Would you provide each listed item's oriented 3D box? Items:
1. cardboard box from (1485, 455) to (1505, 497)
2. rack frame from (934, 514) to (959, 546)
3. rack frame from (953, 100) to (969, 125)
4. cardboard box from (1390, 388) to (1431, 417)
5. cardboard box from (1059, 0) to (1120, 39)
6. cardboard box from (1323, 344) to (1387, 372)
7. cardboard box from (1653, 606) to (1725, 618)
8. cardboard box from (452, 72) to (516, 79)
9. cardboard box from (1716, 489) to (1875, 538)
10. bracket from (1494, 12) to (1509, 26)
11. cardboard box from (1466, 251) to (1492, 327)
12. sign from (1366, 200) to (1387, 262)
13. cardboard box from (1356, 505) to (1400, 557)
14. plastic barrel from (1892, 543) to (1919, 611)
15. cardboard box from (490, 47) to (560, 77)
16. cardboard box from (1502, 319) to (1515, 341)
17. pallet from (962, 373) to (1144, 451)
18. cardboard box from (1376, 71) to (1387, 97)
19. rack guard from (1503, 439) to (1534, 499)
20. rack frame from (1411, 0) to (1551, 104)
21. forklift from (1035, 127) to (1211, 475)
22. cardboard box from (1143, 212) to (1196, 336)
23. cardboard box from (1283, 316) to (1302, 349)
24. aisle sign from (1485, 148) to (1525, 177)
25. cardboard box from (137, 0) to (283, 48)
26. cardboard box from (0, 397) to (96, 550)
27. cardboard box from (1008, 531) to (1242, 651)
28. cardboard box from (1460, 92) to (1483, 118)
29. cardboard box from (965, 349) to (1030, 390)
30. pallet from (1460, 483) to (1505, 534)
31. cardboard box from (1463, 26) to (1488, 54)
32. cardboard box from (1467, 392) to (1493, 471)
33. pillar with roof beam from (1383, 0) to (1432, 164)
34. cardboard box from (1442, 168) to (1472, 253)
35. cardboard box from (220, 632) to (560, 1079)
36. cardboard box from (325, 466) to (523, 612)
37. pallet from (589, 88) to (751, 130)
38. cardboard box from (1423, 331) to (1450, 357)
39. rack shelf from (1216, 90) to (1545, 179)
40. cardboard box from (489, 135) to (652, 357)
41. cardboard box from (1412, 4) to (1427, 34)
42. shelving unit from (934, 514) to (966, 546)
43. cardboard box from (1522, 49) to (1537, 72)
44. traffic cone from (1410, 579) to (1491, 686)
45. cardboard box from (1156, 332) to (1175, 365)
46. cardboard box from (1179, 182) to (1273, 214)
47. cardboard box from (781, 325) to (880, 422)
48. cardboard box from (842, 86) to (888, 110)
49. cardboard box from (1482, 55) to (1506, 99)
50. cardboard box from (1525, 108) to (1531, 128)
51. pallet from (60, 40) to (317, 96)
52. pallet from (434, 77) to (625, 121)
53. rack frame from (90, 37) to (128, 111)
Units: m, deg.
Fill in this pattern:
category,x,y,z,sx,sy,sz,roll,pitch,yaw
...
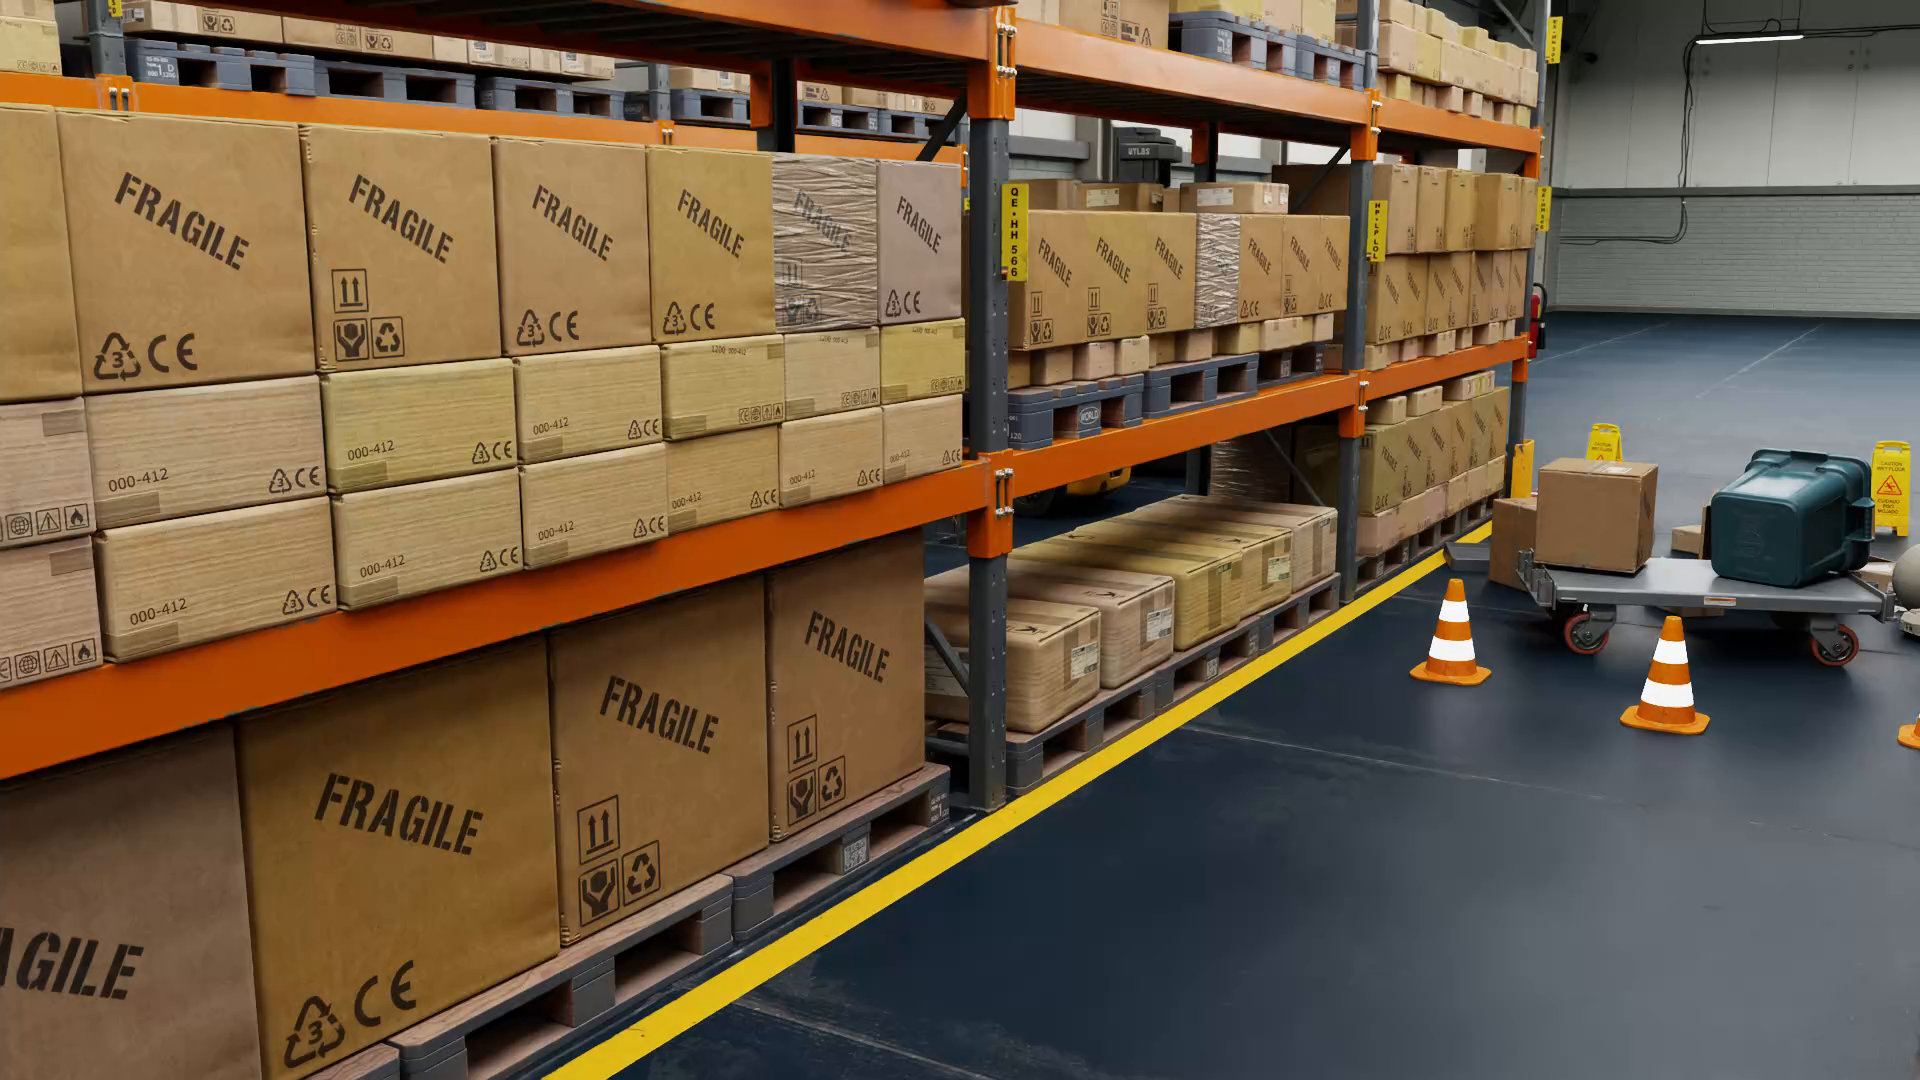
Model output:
category,x,y,z,sx,sy,sz,roll,pitch,yaw
cardboard box,3.662,-0.488,12.154,0.500,0.250,0.500,6,12,30
rack frame,-0.091,-0.488,11.125,0.200,1.050,0.008,6,12,31
rack frame,-0.380,-5.212,14.754,1.000,3.000,0.127,6,12,31
cardboard box,2.706,-0.865,10.367,0.380,0.149,0.250,7,13,33
cardboard box,0.212,-2.203,6.562,0.700,0.500,0.500,6,12,31
cardboard box,2.225,-1.056,9.540,0.380,0.149,0.250,6,12,30
cardboard box,4.045,0.260,9.257,0.258,0.266,0.396,-2,11,-9
cardboard box,-3.093,-3.075,10.761,0.380,0.149,0.250,6,12,31
cardboard box,5.116,-0.044,10.239,0.797,0.503,0.637,-2,11,-9
bracket,11.037,-10.633,33.930,0.235,0.232,0.430,6,12,31
cardboard box,3.291,-1.717,11.307,0.500,0.500,0.500,6,12,30
sign,2.264,-1.677,9.030,0.100,0.325,0.005,6,12,31
cardboard box,2.325,-0.082,9.989,0.500,0.250,0.500,6,12,28
plastic barrel,5.349,0.238,8.948,0.421,0.421,0.512,-4,11,-18
cardboard box,-2.768,-3.039,10.567,0.380,0.149,0.250,6,12,31
cardboard box,3.816,-1.536,12.107,0.380,0.149,0.250,6,12,30
pallet,-0.010,-0.559,6.727,1.213,0.211,1.003,6,12,31
cardboard box,2.163,-2.537,9.302,0.380,0.149,0.250,6,12,30
rack guard,3.825,-0.549,12.943,1.175,0.500,0.348,6,12,31
rack frame,3.864,-4.738,12.225,1.000,3.000,0.127,6,12,31
forklift,1.073,-2.114,14.697,3.031,2.935,1.130,3,11,16
cardboard box,0.677,-1.149,7.132,0.500,0.500,0.500,7,12,32
cardboard box,1.501,-1.052,8.380,0.380,0.149,0.250,6,12,30
aisle sign,4.144,-3.049,12.441,0.394,0.787,0.004,6,12,31
cardboard box,-3.949,-2.875,8.737,0.500,0.500,0.500,7,12,31
cardboard box,-1.896,-0.117,2.889,0.500,0.250,0.500,6,12,29
cardboard box,0.788,0.230,7.987,0.950,0.372,0.625,7,13,33
cardboard box,3.159,-2.812,10.768,0.380,0.149,0.250,6,12,30
cardboard box,0.039,-0.648,6.219,0.380,0.149,0.250,6,12,27
pallet,3.373,-0.283,12.305,1.003,0.211,1.213,6,12,31
cardboard box,3.174,-3.207,10.710,0.380,0.149,0.250,7,13,32
cardboard box,3.403,-0.780,11.676,0.500,0.500,0.500,7,13,33
pillar with roof beam,11.513,-7.608,27.554,9.100,9.000,0.548,6,12,31
cardboard box,2.769,-2.050,10.373,0.700,0.500,0.500,6,12,29
cardboard box,-1.650,0.688,4.177,0.875,0.875,0.875,7,13,32
cardboard box,-1.365,-0.033,3.802,0.500,0.250,0.500,6,12,30
pallet,-2.036,-3.202,12.408,1.003,0.211,1.213,6,12,31
cardboard box,2.898,-1.256,10.610,0.380,0.149,0.250,6,12,31
rack shelf,2.826,-2.596,10.887,1.077,0.370,4.000,6,12,31
cardboard box,-1.126,-0.728,4.117,0.500,0.500,0.500,6,12,30
cardboard box,2.485,-3.006,9.639,0.380,0.149,0.250,6,12,29
shelving unit,-0.028,-0.508,11.227,0.215,1.050,0.252,6,12,31
cardboard box,3.941,-3.451,12.016,0.380,0.149,0.250,7,12,31
traffic cone,2.340,0.415,7.894,0.336,0.463,0.334,6,12,31
cardboard box,0.728,-0.862,7.365,0.380,0.149,0.250,7,13,33
cardboard box,1.272,-1.632,7.950,0.380,0.149,0.250,6,12,28
cardboard box,-0.586,-0.522,5.055,0.500,0.250,0.500,6,12,29
cardboard box,-1.019,-3.798,13.668,0.700,0.500,0.500,6,12,31
cardboard box,3.302,-3.069,11.059,0.500,0.250,0.500,7,13,32
cardboard box,3.918,-3.058,12.081,0.380,0.149,0.250,6,12,31
pallet,-4.257,-2.502,8.943,1.213,0.211,1.003,7,13,33
pallet,-2.903,-2.875,10.940,0.805,0.209,1.217,6,12,28
rack frame,-4.533,-1.005,8.586,1.000,3.000,0.127,6,12,31
